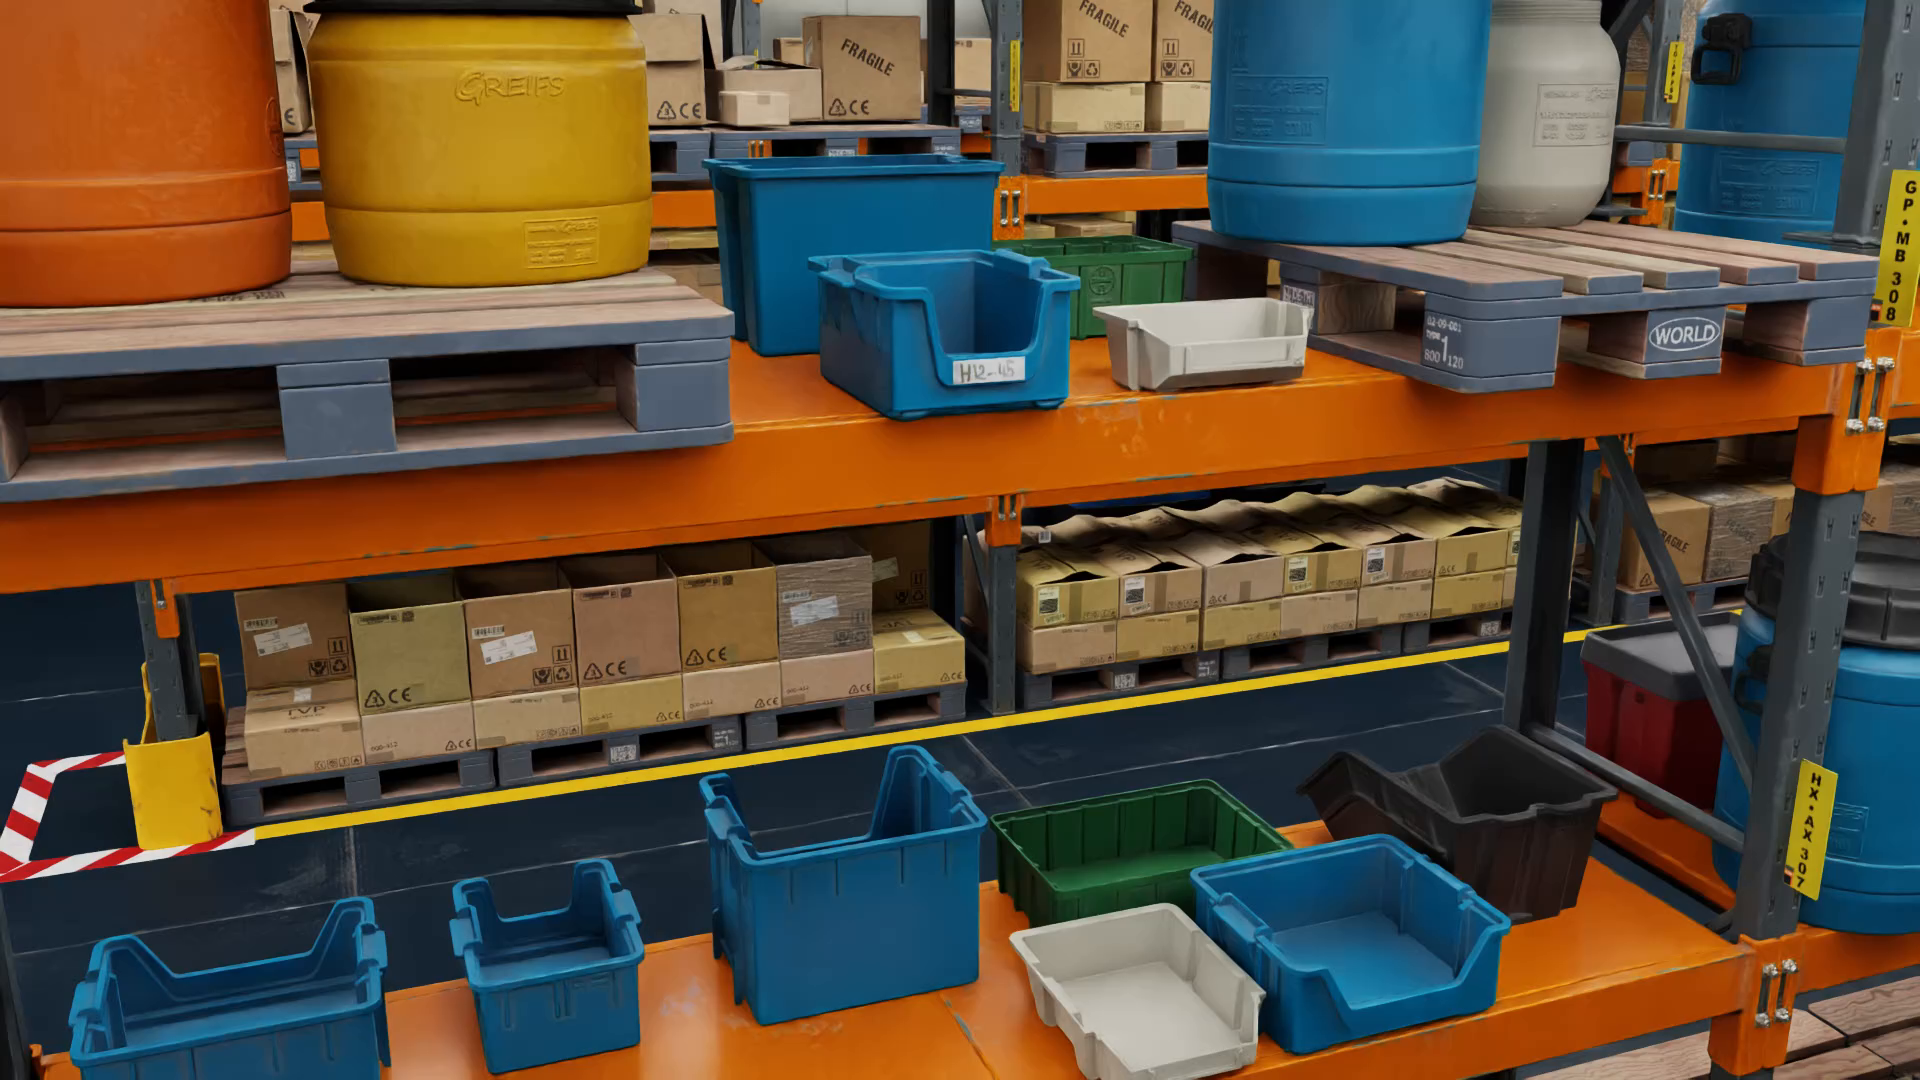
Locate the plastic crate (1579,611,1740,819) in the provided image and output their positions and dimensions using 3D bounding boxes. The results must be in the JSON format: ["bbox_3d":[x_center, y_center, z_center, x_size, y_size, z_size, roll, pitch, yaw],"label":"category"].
[{"bbox_3d":[2.172,0.514,4.911,0.583,0.464,0.402,-6,17,-20],"label":"plastic crate"}]

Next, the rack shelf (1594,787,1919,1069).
[{"bbox_3d":[3.697,0.817,5.268,4.000,0.370,1.077,-6,17,-20],"label":"rack shelf"}]

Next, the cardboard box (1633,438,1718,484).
[{"bbox_3d":[4.636,-0.567,11.032,0.500,0.250,0.500,-5,17,-18],"label":"cardboard box"}]

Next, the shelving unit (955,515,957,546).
[{"bbox_3d":[0.155,-0.592,11.986,0.503,1.200,0.258,-6,17,-20],"label":"shelving unit"}]

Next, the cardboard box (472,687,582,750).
[{"bbox_3d":[-2.162,0.794,8.205,0.500,0.250,0.500,-6,17,-20],"label":"cardboard box"}]

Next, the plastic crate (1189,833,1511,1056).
[{"bbox_3d":[0.893,0.928,3.878,0.616,0.251,0.499,-6,17,-20],"label":"plastic crate"}]

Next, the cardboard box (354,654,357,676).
[{"bbox_3d":[-2.817,0.706,8.506,0.500,0.250,0.500,-6,17,-20],"label":"cardboard box"}]

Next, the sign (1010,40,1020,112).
[{"bbox_3d":[0.261,-2.209,7.916,0.005,0.325,0.100,-6,17,-20],"label":"sign"}]

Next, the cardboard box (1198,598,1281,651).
[{"bbox_3d":[1.486,0.408,9.519,0.500,0.250,0.500,-7,18,-22],"label":"cardboard box"}]

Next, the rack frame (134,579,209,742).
[{"bbox_3d":[-3.675,-0.227,7.546,0.127,3.000,1.000,-6,17,-20],"label":"rack frame"}]

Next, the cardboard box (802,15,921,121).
[{"bbox_3d":[-0.504,-2.404,8.467,0.500,0.500,0.500,-5,17,-16],"label":"cardboard box"}]

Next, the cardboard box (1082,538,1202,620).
[{"bbox_3d":[1.005,0.194,9.254,0.500,0.311,0.500,-6,18,-21],"label":"cardboard box"}]

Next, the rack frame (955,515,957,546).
[{"bbox_3d":[-0.073,-0.568,11.902,0.015,1.200,0.240,-6,17,-20],"label":"rack frame"}]

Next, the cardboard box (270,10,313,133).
[{"bbox_3d":[-3.136,-2.041,7.223,0.637,0.503,0.797,-5,17,-16],"label":"cardboard box"}]

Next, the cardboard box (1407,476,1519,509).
[{"bbox_3d":[3.202,-0.209,10.625,0.500,0.311,0.500,-6,17,-18],"label":"cardboard box"}]

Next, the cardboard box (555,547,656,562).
[{"bbox_3d":[-1.884,0.244,8.746,0.500,0.500,0.500,-6,17,-20],"label":"cardboard box"}]

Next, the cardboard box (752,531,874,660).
[{"bbox_3d":[-0.765,0.280,8.626,0.500,0.500,0.500,-6,17,-20],"label":"cardboard box"}]

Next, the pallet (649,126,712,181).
[{"bbox_3d":[-1.864,-1.812,7.778,1.213,0.211,1.003,-6,17,-20],"label":"pallet"}]

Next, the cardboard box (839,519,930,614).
[{"bbox_3d":[-0.484,0.093,9.263,0.500,0.500,0.500,-6,17,-20],"label":"cardboard box"}]

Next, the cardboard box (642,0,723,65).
[{"bbox_3d":[-2.086,-3.787,12.361,0.500,0.500,0.500,-8,18,-25],"label":"cardboard box"}]

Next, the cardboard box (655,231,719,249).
[{"bbox_3d":[-2.046,-2.101,12.830,0.500,0.500,0.500,-6,17,-20],"label":"cardboard box"}]

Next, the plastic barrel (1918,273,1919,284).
[{"bbox_3d":[2.837,-1.180,4.580,0.600,0.901,0.600,0,16,0],"label":"plastic barrel"}]

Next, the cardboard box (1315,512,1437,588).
[{"bbox_3d":[2.439,0.037,9.786,0.500,0.311,0.500,-6,17,-20],"label":"cardboard box"}]

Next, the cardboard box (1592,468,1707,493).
[{"bbox_3d":[4.585,-0.201,11.114,0.500,0.500,0.500,-5,17,-18],"label":"cardboard box"}]

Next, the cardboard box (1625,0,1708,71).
[{"bbox_3d":[4.205,-3.042,9.859,0.500,0.500,0.500,-6,17,-20],"label":"cardboard box"}]

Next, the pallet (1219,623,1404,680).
[{"bbox_3d":[1.876,0.499,10.023,1.213,0.211,1.003,-6,17,-20],"label":"pallet"}]

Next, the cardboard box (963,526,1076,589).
[{"bbox_3d":[0.336,0.103,9.564,0.500,0.311,0.500,-6,17,-20],"label":"cardboard box"}]

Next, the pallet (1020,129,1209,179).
[{"bbox_3d":[0.880,-2.070,8.838,1.217,0.209,0.805,-7,18,-22],"label":"pallet"}]

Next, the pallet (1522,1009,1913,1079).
[{"bbox_3d":[2.549,1.922,5.177,1.213,0.211,1.003,-6,17,-20],"label":"pallet"}]

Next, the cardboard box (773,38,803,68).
[{"bbox_3d":[-1.176,-3.656,12.976,0.500,0.500,0.500,-4,17,-12],"label":"cardboard box"}]

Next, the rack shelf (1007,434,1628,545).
[{"bbox_3d":[1.928,-0.486,9.707,4.000,0.370,1.077,-6,17,-20],"label":"rack shelf"}]

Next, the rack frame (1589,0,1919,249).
[{"bbox_3d":[1.830,-2.205,3.635,0.127,3.000,1.000,-6,17,-20],"label":"rack frame"}]

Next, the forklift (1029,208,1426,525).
[{"bbox_3d":[2.094,-1.590,12.310,3.031,2.935,1.130,-5,17,-17],"label":"forklift"}]

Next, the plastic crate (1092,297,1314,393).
[{"bbox_3d":[0.475,-0.371,3.181,0.396,0.136,0.243,-6,17,-20],"label":"plastic crate"}]

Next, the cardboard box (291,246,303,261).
[{"bbox_3d":[-4.897,-1.796,11.790,0.500,0.500,0.500,-6,17,-20],"label":"cardboard box"}]

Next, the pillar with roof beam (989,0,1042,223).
[{"bbox_3d":[2.037,-4.178,10.356,0.400,9.000,9.100,-6,17,-20],"label":"pillar with roof beam"}]

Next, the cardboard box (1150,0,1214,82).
[{"bbox_3d":[1.174,-2.674,8.746,0.500,0.500,0.500,-4,17,-15],"label":"cardboard box"}]

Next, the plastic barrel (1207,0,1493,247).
[{"bbox_3d":[0.862,-1.135,3.682,0.708,0.901,0.600,-6,17,-20],"label":"plastic barrel"}]

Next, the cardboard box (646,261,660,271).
[{"bbox_3d":[-1.757,-1.102,8.047,0.500,0.500,0.700,-6,17,-20],"label":"cardboard box"}]

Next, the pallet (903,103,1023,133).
[{"bbox_3d":[-0.134,-3.422,13.436,1.003,0.211,1.213,-6,17,-20],"label":"pallet"}]

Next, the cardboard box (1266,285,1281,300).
[{"bbox_3d":[2.648,-2.221,14.746,0.250,0.149,0.380,-6,17,-19],"label":"cardboard box"}]

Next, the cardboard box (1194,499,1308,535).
[{"bbox_3d":[1.757,-0.051,10.087,0.500,0.311,0.500,-6,18,-21],"label":"cardboard box"}]

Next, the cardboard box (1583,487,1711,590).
[{"bbox_3d":[4.323,-0.016,10.483,0.500,0.500,0.500,-5,17,-18],"label":"cardboard box"}]

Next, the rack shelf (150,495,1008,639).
[{"bbox_3d":[-1.807,-0.083,8.334,4.000,0.370,1.077,-6,17,-20],"label":"rack shelf"}]

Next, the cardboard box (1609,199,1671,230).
[{"bbox_3d":[6.267,-2.934,16.232,0.700,0.700,0.980,-6,17,-19],"label":"cardboard box"}]

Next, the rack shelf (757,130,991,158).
[{"bbox_3d":[0.152,-3.228,13.722,4.000,0.370,1.077,-6,17,-20],"label":"rack shelf"}]

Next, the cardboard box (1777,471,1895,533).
[{"bbox_3d":[5.766,-0.173,11.019,0.500,0.500,0.500,-7,18,-22],"label":"cardboard box"}]

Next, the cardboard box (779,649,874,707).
[{"bbox_3d":[-0.765,0.640,8.730,0.500,0.250,0.500,-6,17,-20],"label":"cardboard box"}]

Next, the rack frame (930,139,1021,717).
[{"bbox_3d":[0.061,-0.630,8.919,0.127,3.000,1.000,-6,17,-20],"label":"rack frame"}]

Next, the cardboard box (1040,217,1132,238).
[{"bbox_3d":[1.072,-2.482,14.267,0.500,0.500,0.700,-8,18,-25],"label":"cardboard box"}]

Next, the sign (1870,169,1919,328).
[{"bbox_3d":[2.016,-0.624,3.559,0.005,0.325,0.100,-6,17,-20],"label":"sign"}]

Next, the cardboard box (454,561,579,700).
[{"bbox_3d":[-2.166,0.431,8.110,0.500,0.500,0.500,-6,17,-20],"label":"cardboard box"}]

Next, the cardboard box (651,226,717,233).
[{"bbox_3d":[-2.229,-2.238,13.295,0.500,0.500,0.500,-7,18,-21],"label":"cardboard box"}]

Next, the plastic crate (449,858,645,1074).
[{"bbox_3d":[-0.937,0.955,3.785,0.408,0.251,0.499,-6,17,-20],"label":"plastic crate"}]

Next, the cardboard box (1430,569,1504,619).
[{"bbox_3d":[2.912,0.255,10.042,0.500,0.250,0.500,-6,18,-21],"label":"cardboard box"}]

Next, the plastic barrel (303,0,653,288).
[{"bbox_3d":[-0.887,-0.802,3.104,0.600,0.588,0.600,0,16,0],"label":"plastic barrel"}]

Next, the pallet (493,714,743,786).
[{"bbox_3d":[-1.838,0.901,8.654,1.213,0.211,1.003,-6,17,-20],"label":"pallet"}]
